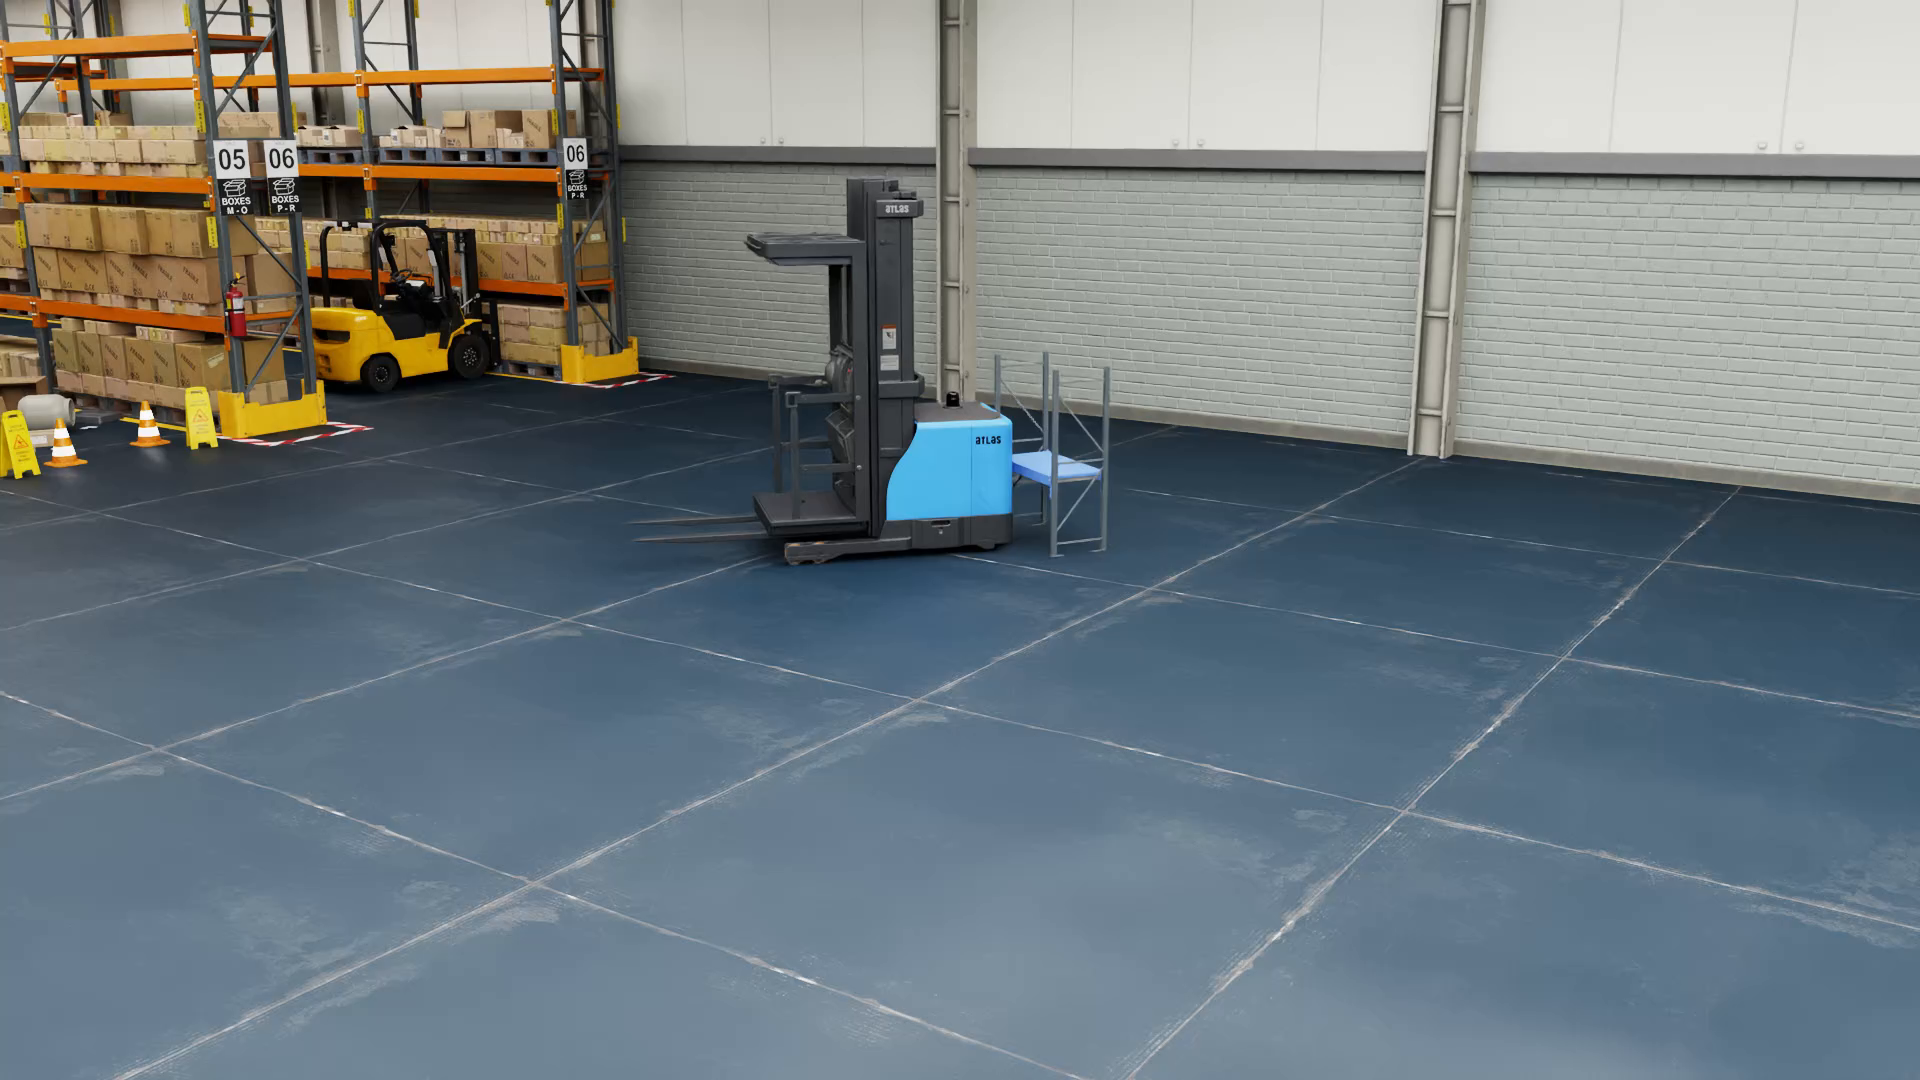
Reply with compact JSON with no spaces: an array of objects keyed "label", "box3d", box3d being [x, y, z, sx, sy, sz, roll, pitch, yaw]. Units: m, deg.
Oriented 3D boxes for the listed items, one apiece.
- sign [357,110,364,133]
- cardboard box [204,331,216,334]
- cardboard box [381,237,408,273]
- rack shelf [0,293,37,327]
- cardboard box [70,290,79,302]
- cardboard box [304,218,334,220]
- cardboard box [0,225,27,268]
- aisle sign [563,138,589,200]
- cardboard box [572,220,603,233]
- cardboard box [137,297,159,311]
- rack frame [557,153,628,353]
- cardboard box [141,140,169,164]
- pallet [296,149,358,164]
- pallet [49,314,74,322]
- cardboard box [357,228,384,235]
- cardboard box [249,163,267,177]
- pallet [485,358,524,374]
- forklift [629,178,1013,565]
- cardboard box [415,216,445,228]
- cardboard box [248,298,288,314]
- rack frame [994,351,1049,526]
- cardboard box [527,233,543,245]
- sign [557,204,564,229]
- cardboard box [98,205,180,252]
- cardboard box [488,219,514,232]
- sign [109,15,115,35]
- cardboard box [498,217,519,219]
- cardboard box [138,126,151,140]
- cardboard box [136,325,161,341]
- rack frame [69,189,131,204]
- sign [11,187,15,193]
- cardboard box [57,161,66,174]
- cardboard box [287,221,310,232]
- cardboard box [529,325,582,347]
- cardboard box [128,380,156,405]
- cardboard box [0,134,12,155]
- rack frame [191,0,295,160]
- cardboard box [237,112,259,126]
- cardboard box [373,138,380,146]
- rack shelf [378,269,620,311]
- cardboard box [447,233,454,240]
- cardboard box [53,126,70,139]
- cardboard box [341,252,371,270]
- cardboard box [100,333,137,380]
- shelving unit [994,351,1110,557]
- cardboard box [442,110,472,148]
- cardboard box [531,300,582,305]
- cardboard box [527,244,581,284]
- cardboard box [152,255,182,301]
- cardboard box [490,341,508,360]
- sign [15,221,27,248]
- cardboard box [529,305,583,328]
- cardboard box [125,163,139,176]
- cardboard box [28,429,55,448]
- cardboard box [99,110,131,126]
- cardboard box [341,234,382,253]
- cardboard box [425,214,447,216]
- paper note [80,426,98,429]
[{"label":"sign","box3d":[-8.560,-5.978,23.759,0.005,0.325,0.100,9,17,33]},{"label":"cardboard box","box3d":[-9.096,-2.239,19.914,0.500,0.500,0.500,10,17,34]},{"label":"cardboard box","box3d":[-8.042,-4.165,24.199,0.500,0.500,0.500,9,16,31]},{"label":"rack shelf","box3d":[-12.691,-3.157,21.831,4.000,0.370,1.077,9,17,33]},{"label":"cardboard box","box3d":[-10.474,-2.957,20.048,0.250,0.149,0.380,9,17,33]},{"label":"cardboard box","box3d":[-10.071,-4.979,26.135,0.250,0.149,0.380,9,16,32]},{"label":"cardboard box","box3d":[-11.543,-3.651,20.628,0.500,0.500,0.500,9,16,32]},{"label":"aisle sign","box3d":[-5.055,-4.886,21.910,0.004,0.787,0.394,9,17,33]},{"label":"cardboard box","box3d":[-5.105,-4.287,22.723,0.250,0.149,0.380,9,16,32]},{"label":"cardboard box","box3d":[-9.243,-2.745,19.191,0.250,0.149,0.380,9,17,32]},{"label":"rack frame","box3d":[-4.946,-3.692,22.494,0.127,3.000,1.000,9,17,33]},{"label":"cardboard box","box3d":[-8.697,-4.315,18.461,0.500,0.250,0.500,9,16,32]},{"label":"pallet","box3d":[-10.041,-5.906,25.591,1.213,0.211,1.003,10,17,35]},{"label":"pallet","box3d":[-15.472,-4.040,29.703,1.213,0.211,1.003,9,17,33]},{"label":"cardboard box","box3d":[-8.672,-4.593,24.578,0.250,0.149,0.380,10,17,35]},{"label":"cardboard box","box3d":[-7.807,-4.145,18.605,0.250,0.149,0.380,9,17,33]},{"label":"pallet","box3d":[-6.612,-2.596,23.872,1.213,0.211,1.003,9,17,33]},{"label":"forklift","box3d":[-1.142,-1.368,13.250,3.031,2.935,1.130,-3,14,-14]},{"label":"cardboard box","box3d":[-7.525,-4.530,23.702,0.250,0.149,0.380,10,17,34]},{"label":"cardboard box","box3d":[-7.879,-2.666,18.875,0.250,0.149,0.380,9,17,33]},{"label":"rack frame","box3d":[0.519,-0.839,14.089,0.500,1.500,0.032,-6,15,-25]},{"label":"cardboard box","box3d":[-5.618,-4.074,22.481,0.250,0.149,0.380,9,17,34]},{"label":"sign","box3d":[-5.260,-4.262,21.897,0.005,0.325,0.100,9,17,33]},{"label":"cardboard box","box3d":[-9.491,-3.617,19.283,0.500,0.500,0.700,9,17,32]},{"label":"cardboard box","box3d":[-6.258,-4.323,22.868,0.250,0.149,0.380,10,17,34]},{"label":"sign","box3d":[-14.598,-8.855,28.593,0.005,0.325,0.100,9,17,33]},{"label":"cardboard box","box3d":[-6.373,-4.500,23.584,0.250,0.149,0.380,9,17,33]},{"label":"cardboard box","box3d":[-8.954,-4.561,18.625,0.250,0.149,0.380,9,17,33]},{"label":"cardboard box","box3d":[-9.290,-2.411,19.258,0.250,0.149,0.380,10,17,35]},{"label":"rack frame","box3d":[-14.903,-5.301,28.995,0.127,3.000,1.000,9,17,33]},{"label":"sign","box3d":[-17.896,-6.661,31.421,0.005,0.325,0.100,9,17,33]},{"label":"cardboard box","box3d":[-10.457,-4.424,19.732,0.250,0.149,0.380,9,17,33]},{"label":"cardboard box","box3d":[-10.012,-4.779,25.327,0.250,0.149,0.380,9,16,31]},{"label":"cardboard box","box3d":[-5.524,-2.807,22.726,0.500,0.250,0.500,9,16,32]},{"label":"cardboard box","box3d":[-9.396,-1.766,19.561,0.500,0.250,0.500,8,16,31]},{"label":"cardboard box","box3d":[-11.597,-4.875,20.468,0.500,0.250,0.500,9,16,32]},{"label":"rack frame","box3d":[-7.713,-5.614,17.773,0.127,3.000,1.000,9,17,33]},{"label":"cardboard box","box3d":[-10.644,-6.328,25.612,0.500,0.500,0.700,9,16,32]},{"label":"cardboard box","box3d":[-8.859,-5.968,24.886,0.250,0.149,0.380,9,17,33]},{"label":"rack shelf","box3d":[-6.605,-3.611,23.664,4.000,0.370,1.077,9,17,33]},{"label":"cardboard box","box3d":[-7.101,-4.319,23.470,0.250,0.149,0.380,9,16,31]},{"label":"cardboard box","box3d":[-10.303,-4.745,19.370,0.250,0.149,0.380,9,17,32]},{"label":"cardboard box","box3d":[-8.829,-4.171,24.742,0.500,0.250,0.500,10,17,34]},{"label":"cardboard box","box3d":[-9.813,-2.199,19.751,0.500,0.500,0.500,10,17,36]},{"label":"shelving unit","box3d":[0.736,-0.728,13.643,0.538,1.500,1.048,-6,15,-25]},{"label":"cardboard box","box3d":[-6.707,-5.704,23.086,0.637,0.503,0.797,10,17,35]},{"label":"cardboard box","box3d":[-5.655,-3.215,23.335,0.500,0.250,0.500,9,17,33]},{"label":"cardboard box","box3d":[-5.501,-3.754,22.537,0.500,0.500,0.500,9,16,32]},{"label":"cardboard box","box3d":[-8.730,-2.980,18.794,0.500,0.500,0.500,9,17,33]},{"label":"cardboard box","box3d":[-6.329,-2.698,23.330,0.500,0.250,0.500,9,17,33]},{"label":"sign","box3d":[-11.339,-3.689,20.073,0.005,0.325,0.100,9,17,33]},{"label":"cardboard box","box3d":[-5.502,-3.046,22.652,0.500,0.250,0.500,10,17,35]},{"label":"cardboard box","box3d":[-9.212,-4.205,18.848,0.250,0.149,0.380,9,16,31]},{"label":"cardboard box","box3d":[-9.927,-1.091,17.919,0.380,0.149,0.250,-7,15,-25]},{"label":"cardboard box","box3d":[-14.373,-7.177,28.290,0.258,0.266,0.396,9,17,33]},{"label":"cardboard box","box3d":[-8.815,-4.413,24.679,0.500,0.250,0.500,9,16,32]},{"label":"cardboard box","box3d":[-7.646,-4.712,24.437,0.250,0.149,0.380,9,16,31]},{"label":"paper note","box3d":[-9.931,-1.290,18.972,0.148,0.019,0.142,3,14,14]}]
